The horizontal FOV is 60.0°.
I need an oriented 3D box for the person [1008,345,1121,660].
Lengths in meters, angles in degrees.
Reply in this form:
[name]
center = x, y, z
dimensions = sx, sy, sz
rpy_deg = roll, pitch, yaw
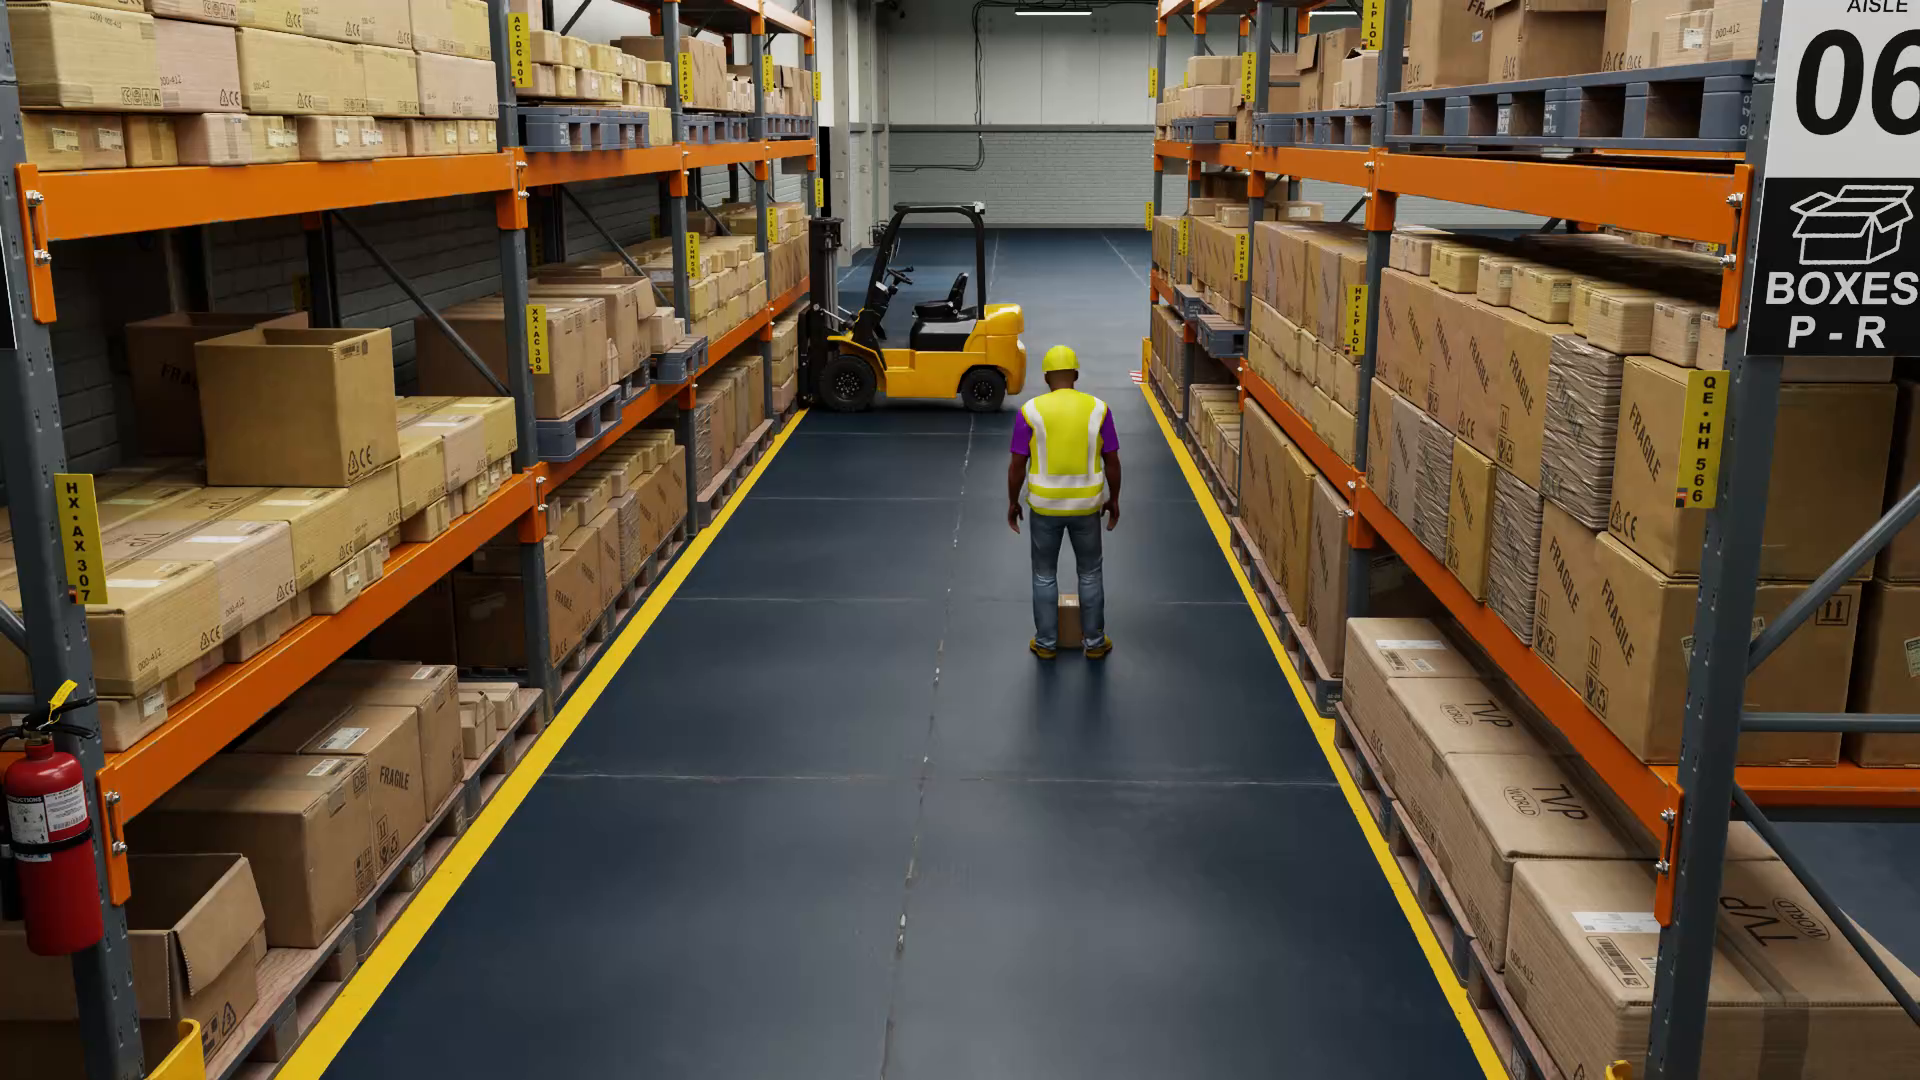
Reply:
[person]
center = 0.581, -0.207, 9.303
dimensions = 0.635, 1.760, 0.458
rpy_deg = 0, 14, -2
